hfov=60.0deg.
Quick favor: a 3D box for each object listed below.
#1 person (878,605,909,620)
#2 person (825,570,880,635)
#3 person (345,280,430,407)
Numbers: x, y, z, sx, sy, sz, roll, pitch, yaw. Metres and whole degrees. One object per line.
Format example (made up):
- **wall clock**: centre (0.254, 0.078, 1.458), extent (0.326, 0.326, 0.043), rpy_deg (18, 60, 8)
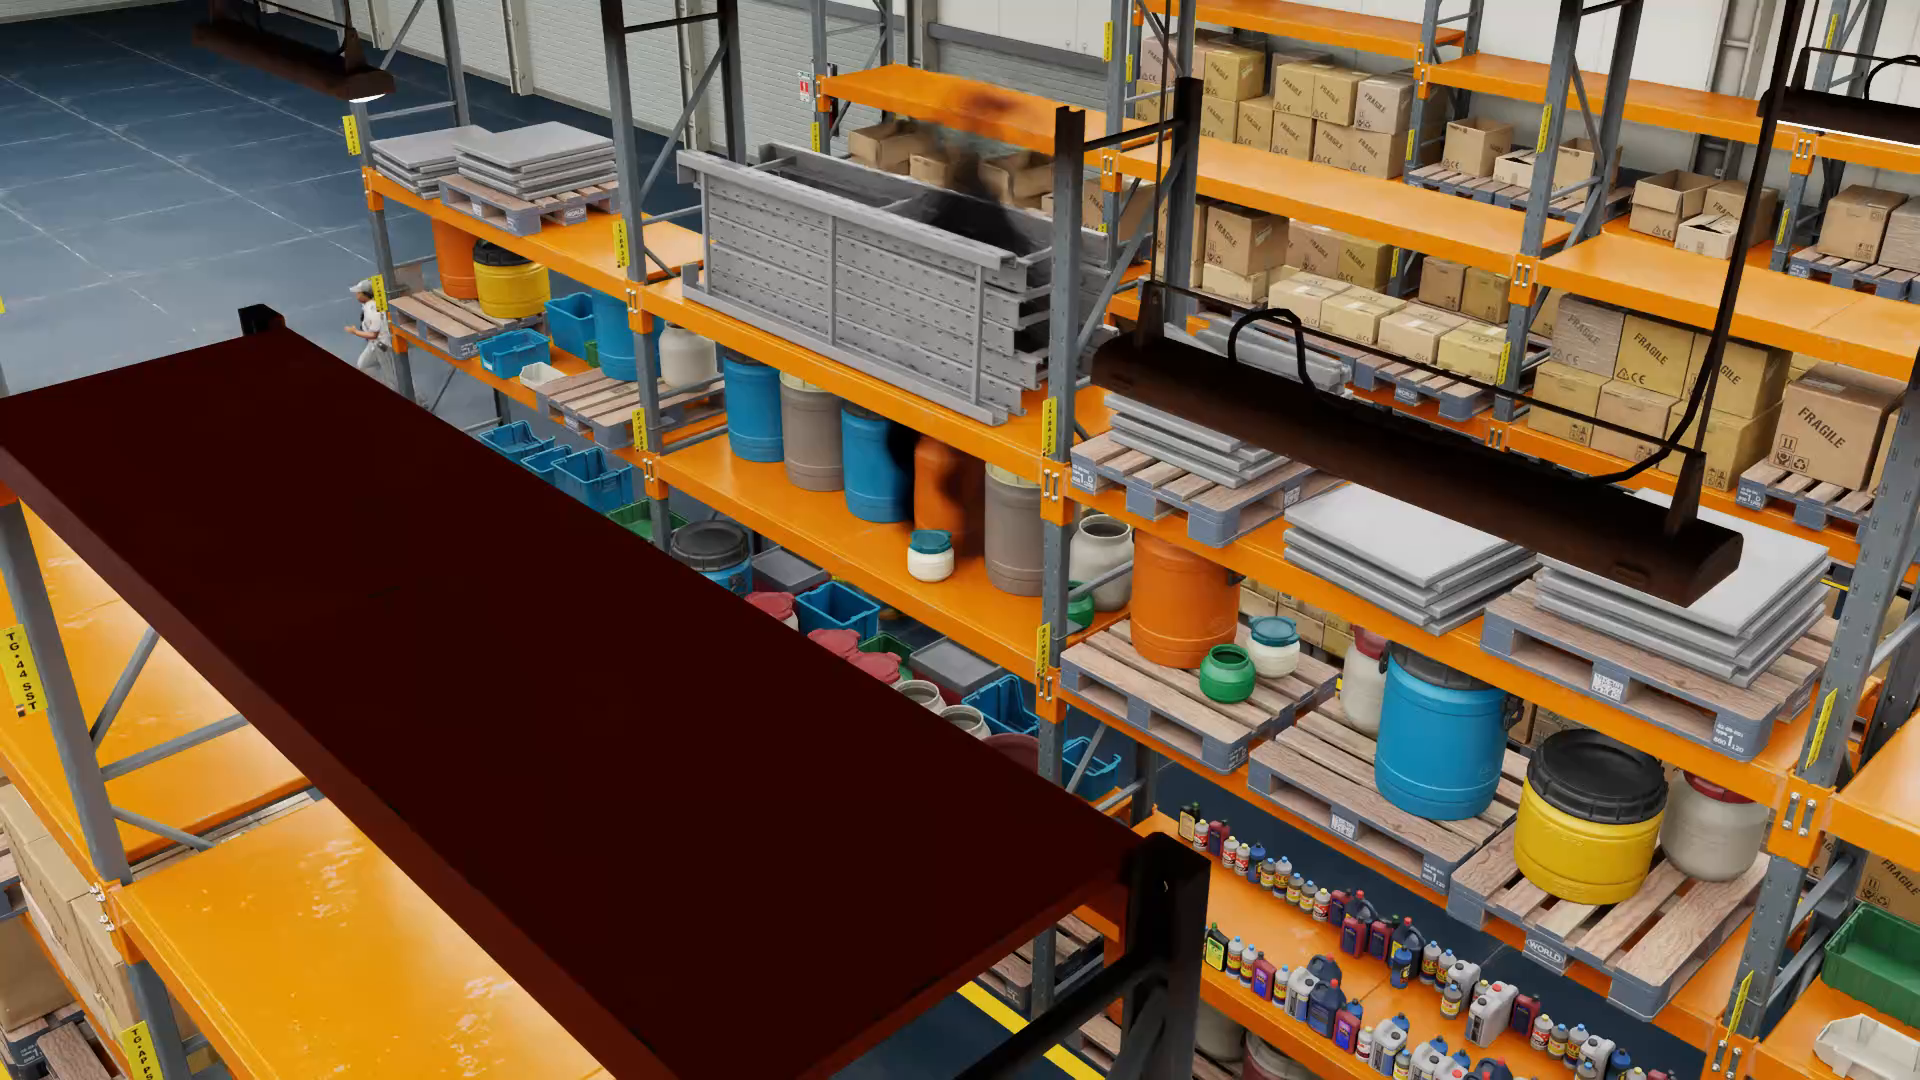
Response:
- **person**: centre (-0.744, -0.029, 15.259), extent (0.891, 1.584, 0.686), rpy_deg (8, 29, 15)
- **person**: centre (-1.012, 0.281, 14.429), extent (0.897, 1.802, 0.681), rpy_deg (23, 36, 36)
- **person**: centre (-6.670, -2.237, 19.286), extent (0.789, 1.651, 0.631), rpy_deg (-9, 29, -16)
